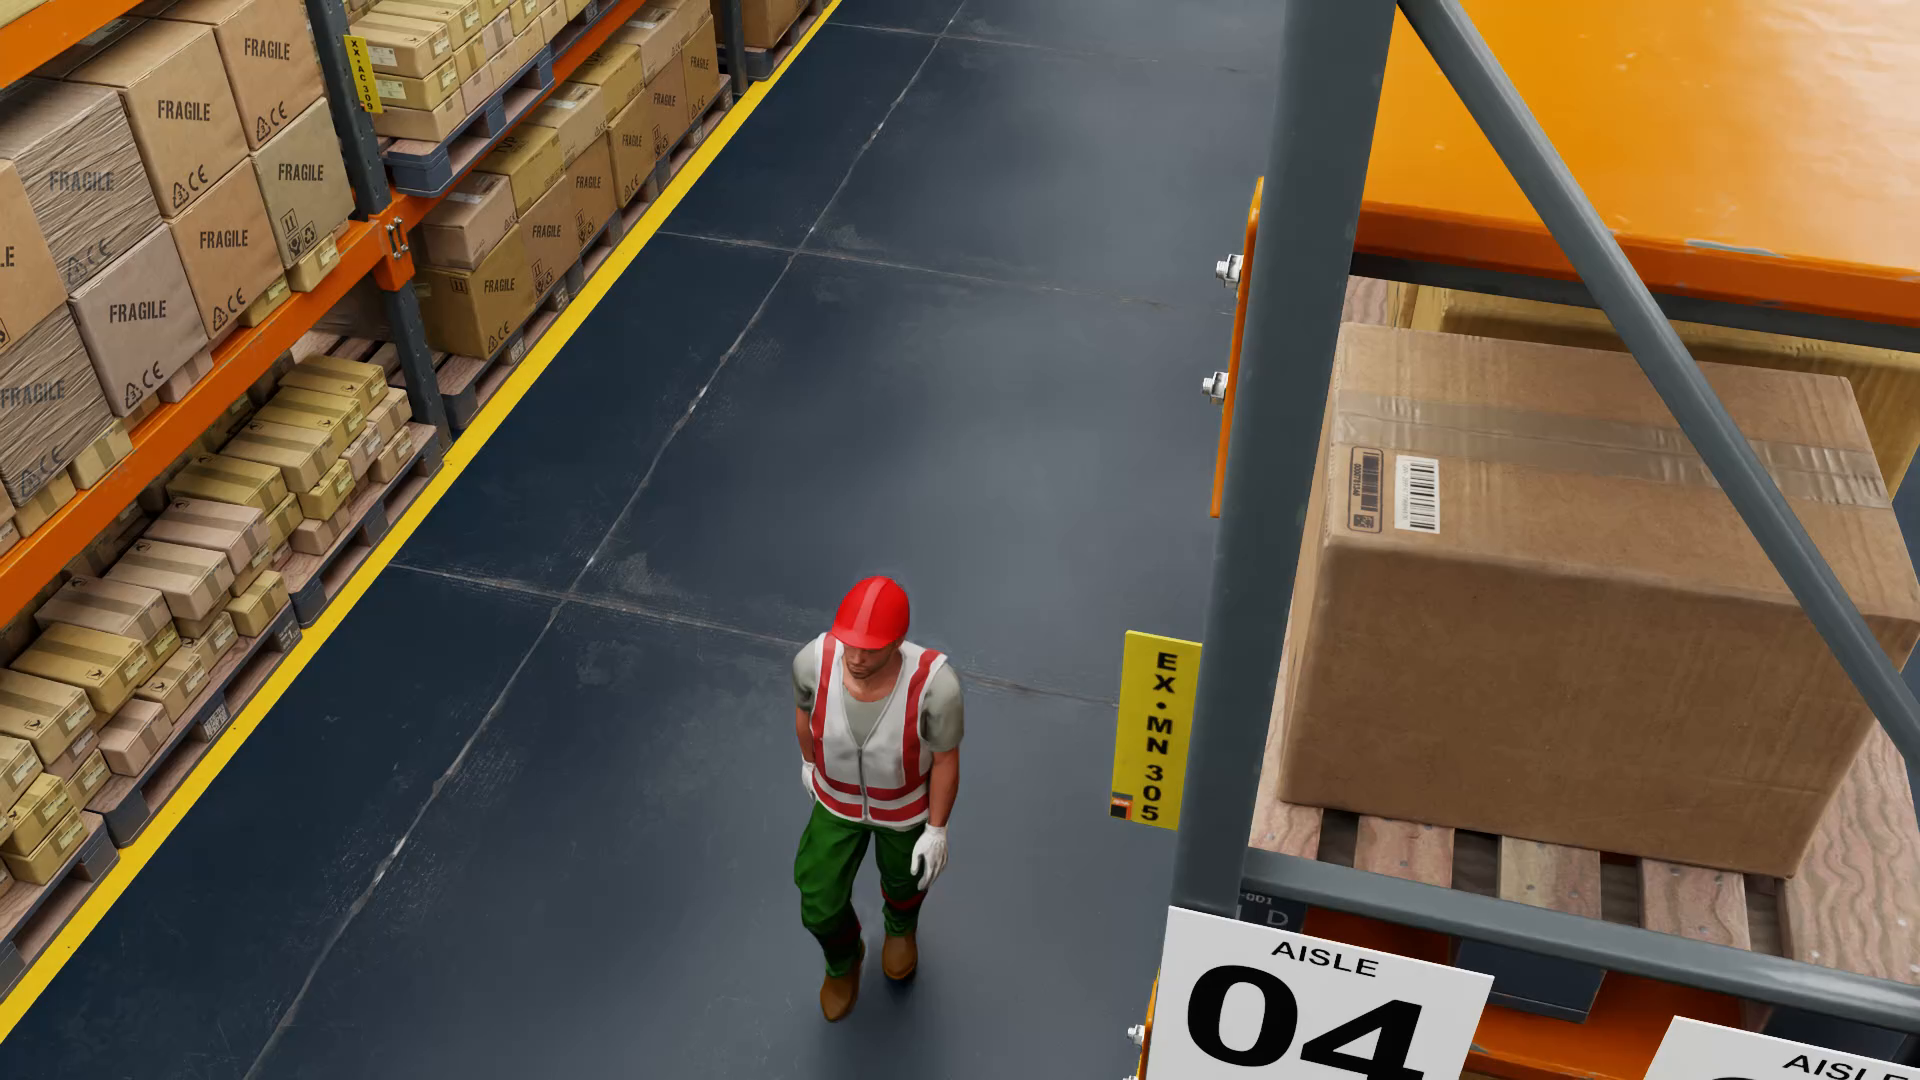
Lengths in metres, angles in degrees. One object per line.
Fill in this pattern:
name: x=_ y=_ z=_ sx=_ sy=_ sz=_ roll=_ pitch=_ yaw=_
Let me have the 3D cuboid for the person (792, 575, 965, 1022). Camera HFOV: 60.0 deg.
person: x=-0.260 y=0.833 z=5.168 sx=0.543 sy=1.838 sz=0.511 roll=6 pitch=41 yaw=7
